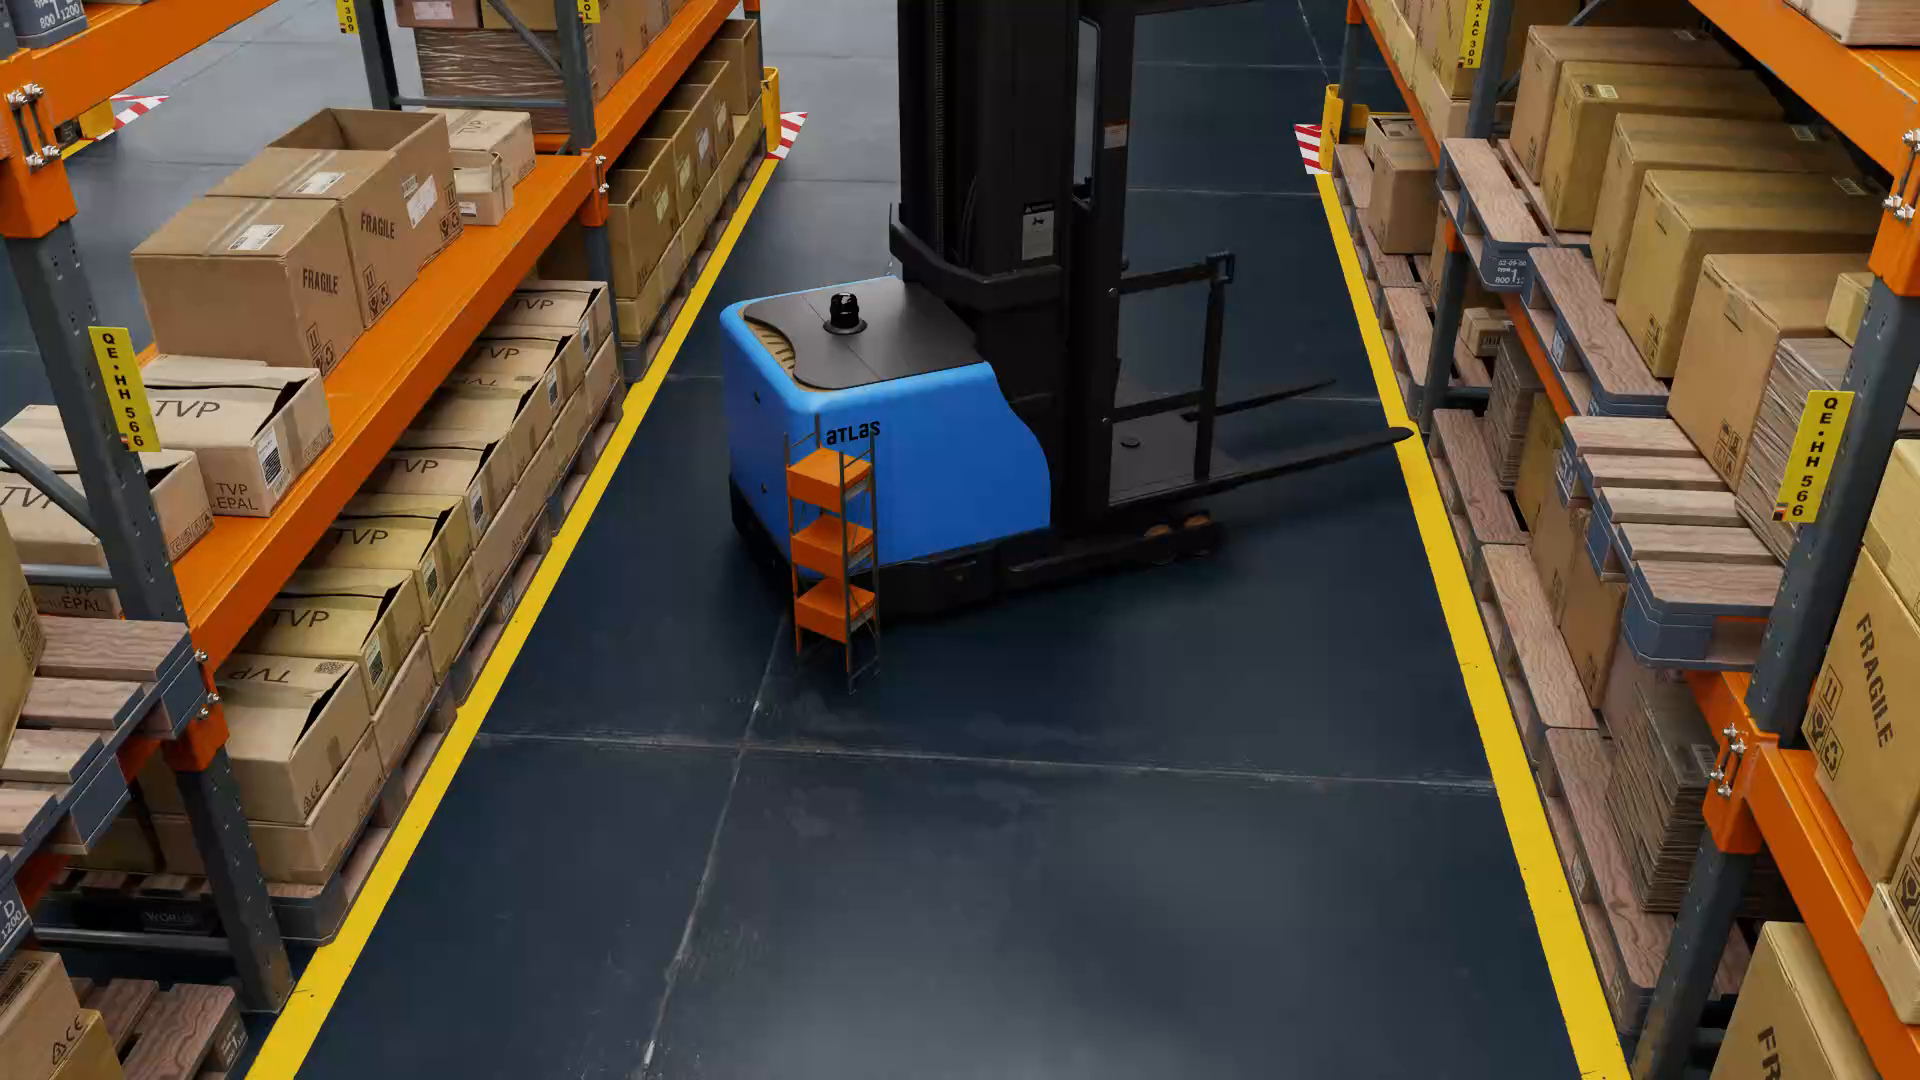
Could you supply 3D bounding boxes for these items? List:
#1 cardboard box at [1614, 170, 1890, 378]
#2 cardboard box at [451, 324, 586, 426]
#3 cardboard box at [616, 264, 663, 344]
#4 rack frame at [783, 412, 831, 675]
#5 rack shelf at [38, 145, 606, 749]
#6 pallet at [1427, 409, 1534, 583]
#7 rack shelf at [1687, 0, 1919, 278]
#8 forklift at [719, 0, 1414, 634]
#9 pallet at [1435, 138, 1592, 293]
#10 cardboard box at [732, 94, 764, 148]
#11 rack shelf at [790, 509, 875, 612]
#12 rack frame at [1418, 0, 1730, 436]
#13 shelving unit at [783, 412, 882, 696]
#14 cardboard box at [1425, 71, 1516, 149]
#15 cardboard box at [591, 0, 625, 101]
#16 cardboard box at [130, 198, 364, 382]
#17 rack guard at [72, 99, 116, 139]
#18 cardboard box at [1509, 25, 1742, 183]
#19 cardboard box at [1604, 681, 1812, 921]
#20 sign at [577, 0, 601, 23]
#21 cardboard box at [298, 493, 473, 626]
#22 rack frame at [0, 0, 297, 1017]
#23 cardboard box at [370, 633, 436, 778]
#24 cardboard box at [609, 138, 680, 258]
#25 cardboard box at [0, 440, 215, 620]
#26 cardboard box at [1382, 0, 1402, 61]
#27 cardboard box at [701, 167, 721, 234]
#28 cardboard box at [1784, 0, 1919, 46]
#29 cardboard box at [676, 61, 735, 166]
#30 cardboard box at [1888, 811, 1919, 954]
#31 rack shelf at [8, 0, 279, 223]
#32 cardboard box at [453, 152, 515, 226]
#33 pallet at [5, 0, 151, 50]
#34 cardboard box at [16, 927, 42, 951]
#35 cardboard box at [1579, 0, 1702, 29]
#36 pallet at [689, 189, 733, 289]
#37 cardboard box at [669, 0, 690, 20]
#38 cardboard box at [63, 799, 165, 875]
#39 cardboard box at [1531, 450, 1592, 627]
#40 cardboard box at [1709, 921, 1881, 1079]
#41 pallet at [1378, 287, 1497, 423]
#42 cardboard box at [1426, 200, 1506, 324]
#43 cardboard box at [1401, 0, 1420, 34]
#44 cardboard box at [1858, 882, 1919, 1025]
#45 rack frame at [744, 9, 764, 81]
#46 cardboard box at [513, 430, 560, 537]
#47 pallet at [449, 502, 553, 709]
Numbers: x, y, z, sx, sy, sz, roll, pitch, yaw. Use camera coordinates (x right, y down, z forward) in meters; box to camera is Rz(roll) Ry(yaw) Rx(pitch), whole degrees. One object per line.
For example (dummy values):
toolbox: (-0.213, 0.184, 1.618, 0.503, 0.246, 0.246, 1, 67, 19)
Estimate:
cardboard box: (2.526, -0.831, 5.225, 0.700, 0.500, 0.500, 2, 32, 4)
cardboard box: (-1.977, -0.754, 7.301, 0.500, 0.311, 0.500, 3, 32, 5)
cardboard box: (-1.854, -1.242, 8.626, 0.500, 0.250, 0.500, 2, 32, 4)
rack frame: (-0.566, 0.029, 6.202, 0.008, 1.050, 0.200, 19, 36, 28)
rack shelf: (-2.357, -0.652, 6.134, 1.077, 0.370, 4.000, 2, 32, 4)
pallet: (2.682, -0.200, 7.373, 1.003, 0.211, 1.213, 2, 32, 4)
rack shelf: (2.581, -1.719, 5.007, 1.077, 0.370, 4.000, 2, 32, 4)
forklift: (0.569, -1.382, 6.699, 3.031, 2.935, 1.130, -13, 34, -20)
pallet: (2.537, -1.319, 6.714, 1.003, 0.211, 1.213, 2, 32, 4)
cardboard box: (-1.617, -2.811, 11.172, 0.500, 0.250, 0.500, 2, 32, 4)
rack shelf: (-0.464, 0.073, 6.151, 0.240, 0.259, 0.215, 19, 36, 28)
rack frame: (2.744, -1.794, 7.302, 1.000, 3.000, 0.127, 2, 32, 4)
shelving unit: (-0.464, 0.064, 6.145, 0.252, 1.050, 0.215, 19, 36, 28)
cardboard box: (2.480, -2.000, 7.759, 0.500, 0.250, 0.500, 3, 32, 4)
cardboard box: (-2.127, -2.555, 8.441, 0.700, 0.500, 0.500, 2, 32, 3)
cardboard box: (-2.399, -0.833, 5.647, 0.500, 0.500, 0.500, 1, 32, 1)
rack guard: (-6.764, -3.203, 11.971, 1.175, 0.500, 0.348, 2, 32, 4)
cardboard box: (2.668, -1.759, 6.731, 0.700, 0.500, 0.500, 3, 32, 4)
cardboard box: (2.425, 0.796, 5.063, 0.700, 0.500, 0.500, 3, 32, 5)
sign: (-1.652, -2.445, 7.330, 0.100, 0.325, 0.005, 2, 32, 4)
cardboard box: (-2.106, 0.038, 6.016, 0.500, 0.311, 0.500, 2, 32, 3)
rack frame: (-2.519, 0.088, 4.249, 1.000, 3.000, 0.127, 2, 32, 4)
cardboard box: (-2.144, 0.555, 5.710, 0.500, 0.250, 0.500, 2, 32, 3)
cardboard box: (-1.811, -1.822, 8.854, 0.500, 0.500, 0.500, 2, 32, 4)
cardboard box: (-2.446, -0.063, 4.578, 0.500, 0.311, 0.500, 4, 32, 7)
cardboard box: (2.594, -2.786, 9.036, 0.500, 0.250, 0.500, 3, 32, 4)
cardboard box: (-1.727, -2.026, 9.899, 0.500, 0.250, 0.500, 2, 32, 4)
cardboard box: (2.208, -1.338, 3.769, 0.500, 0.311, 0.500, 2, 32, 4)
cardboard box: (-1.682, -2.606, 10.126, 0.500, 0.500, 0.500, 2, 32, 4)
cardboard box: (2.072, 0.636, 2.961, 0.500, 0.500, 0.500, 3, 32, 6)
rack shelf: (-2.357, -1.929, 5.347, 1.077, 0.370, 4.000, 2, 32, 4)
cardboard box: (-2.082, -1.479, 6.919, 0.396, 0.266, 0.258, 2, 32, 3)
pallet: (-2.553, -1.468, 4.093, 1.213, 0.211, 1.003, 4, 32, 6)
cardboard box: (-2.841, 1.190, 4.423, 0.500, 0.500, 0.500, 4, 32, 6)
cardboard box: (2.990, -2.295, 7.524, 0.500, 0.500, 0.500, 2, 32, 3)
pallet: (-1.991, -1.871, 10.084, 1.003, 0.211, 1.213, 2, 32, 4)
cardboard box: (-2.003, -3.360, 9.748, 0.700, 0.500, 0.500, 3, 32, 4)
cardboard box: (-2.720, 0.794, 5.323, 0.500, 0.250, 0.500, 3, 32, 5)
cardboard box: (2.627, 0.006, 6.345, 0.700, 0.500, 0.500, 3, 32, 5)
cardboard box: (2.227, 1.413, 3.747, 0.750, 0.750, 0.750, 2, 32, 3)
pallet: (2.763, -0.960, 8.606, 1.003, 0.211, 1.213, 2, 32, 4)
cardboard box: (2.788, -1.462, 8.726, 0.500, 0.500, 0.500, 0, 32, 0)
cardboard box: (2.561, -2.843, 8.413, 0.500, 0.500, 0.500, 2, 32, 3)
cardboard box: (2.025, 0.825, 3.273, 0.380, 0.149, 0.250, 3, 32, 5)
rack frame: (-1.868, -4.095, 11.037, 1.000, 3.000, 0.127, 2, 32, 4)
cardboard box: (-2.023, -0.251, 7.019, 0.500, 0.250, 0.500, 3, 32, 5)
pallet: (-2.312, 0.210, 6.708, 1.003, 0.211, 1.213, 2, 32, 4)
